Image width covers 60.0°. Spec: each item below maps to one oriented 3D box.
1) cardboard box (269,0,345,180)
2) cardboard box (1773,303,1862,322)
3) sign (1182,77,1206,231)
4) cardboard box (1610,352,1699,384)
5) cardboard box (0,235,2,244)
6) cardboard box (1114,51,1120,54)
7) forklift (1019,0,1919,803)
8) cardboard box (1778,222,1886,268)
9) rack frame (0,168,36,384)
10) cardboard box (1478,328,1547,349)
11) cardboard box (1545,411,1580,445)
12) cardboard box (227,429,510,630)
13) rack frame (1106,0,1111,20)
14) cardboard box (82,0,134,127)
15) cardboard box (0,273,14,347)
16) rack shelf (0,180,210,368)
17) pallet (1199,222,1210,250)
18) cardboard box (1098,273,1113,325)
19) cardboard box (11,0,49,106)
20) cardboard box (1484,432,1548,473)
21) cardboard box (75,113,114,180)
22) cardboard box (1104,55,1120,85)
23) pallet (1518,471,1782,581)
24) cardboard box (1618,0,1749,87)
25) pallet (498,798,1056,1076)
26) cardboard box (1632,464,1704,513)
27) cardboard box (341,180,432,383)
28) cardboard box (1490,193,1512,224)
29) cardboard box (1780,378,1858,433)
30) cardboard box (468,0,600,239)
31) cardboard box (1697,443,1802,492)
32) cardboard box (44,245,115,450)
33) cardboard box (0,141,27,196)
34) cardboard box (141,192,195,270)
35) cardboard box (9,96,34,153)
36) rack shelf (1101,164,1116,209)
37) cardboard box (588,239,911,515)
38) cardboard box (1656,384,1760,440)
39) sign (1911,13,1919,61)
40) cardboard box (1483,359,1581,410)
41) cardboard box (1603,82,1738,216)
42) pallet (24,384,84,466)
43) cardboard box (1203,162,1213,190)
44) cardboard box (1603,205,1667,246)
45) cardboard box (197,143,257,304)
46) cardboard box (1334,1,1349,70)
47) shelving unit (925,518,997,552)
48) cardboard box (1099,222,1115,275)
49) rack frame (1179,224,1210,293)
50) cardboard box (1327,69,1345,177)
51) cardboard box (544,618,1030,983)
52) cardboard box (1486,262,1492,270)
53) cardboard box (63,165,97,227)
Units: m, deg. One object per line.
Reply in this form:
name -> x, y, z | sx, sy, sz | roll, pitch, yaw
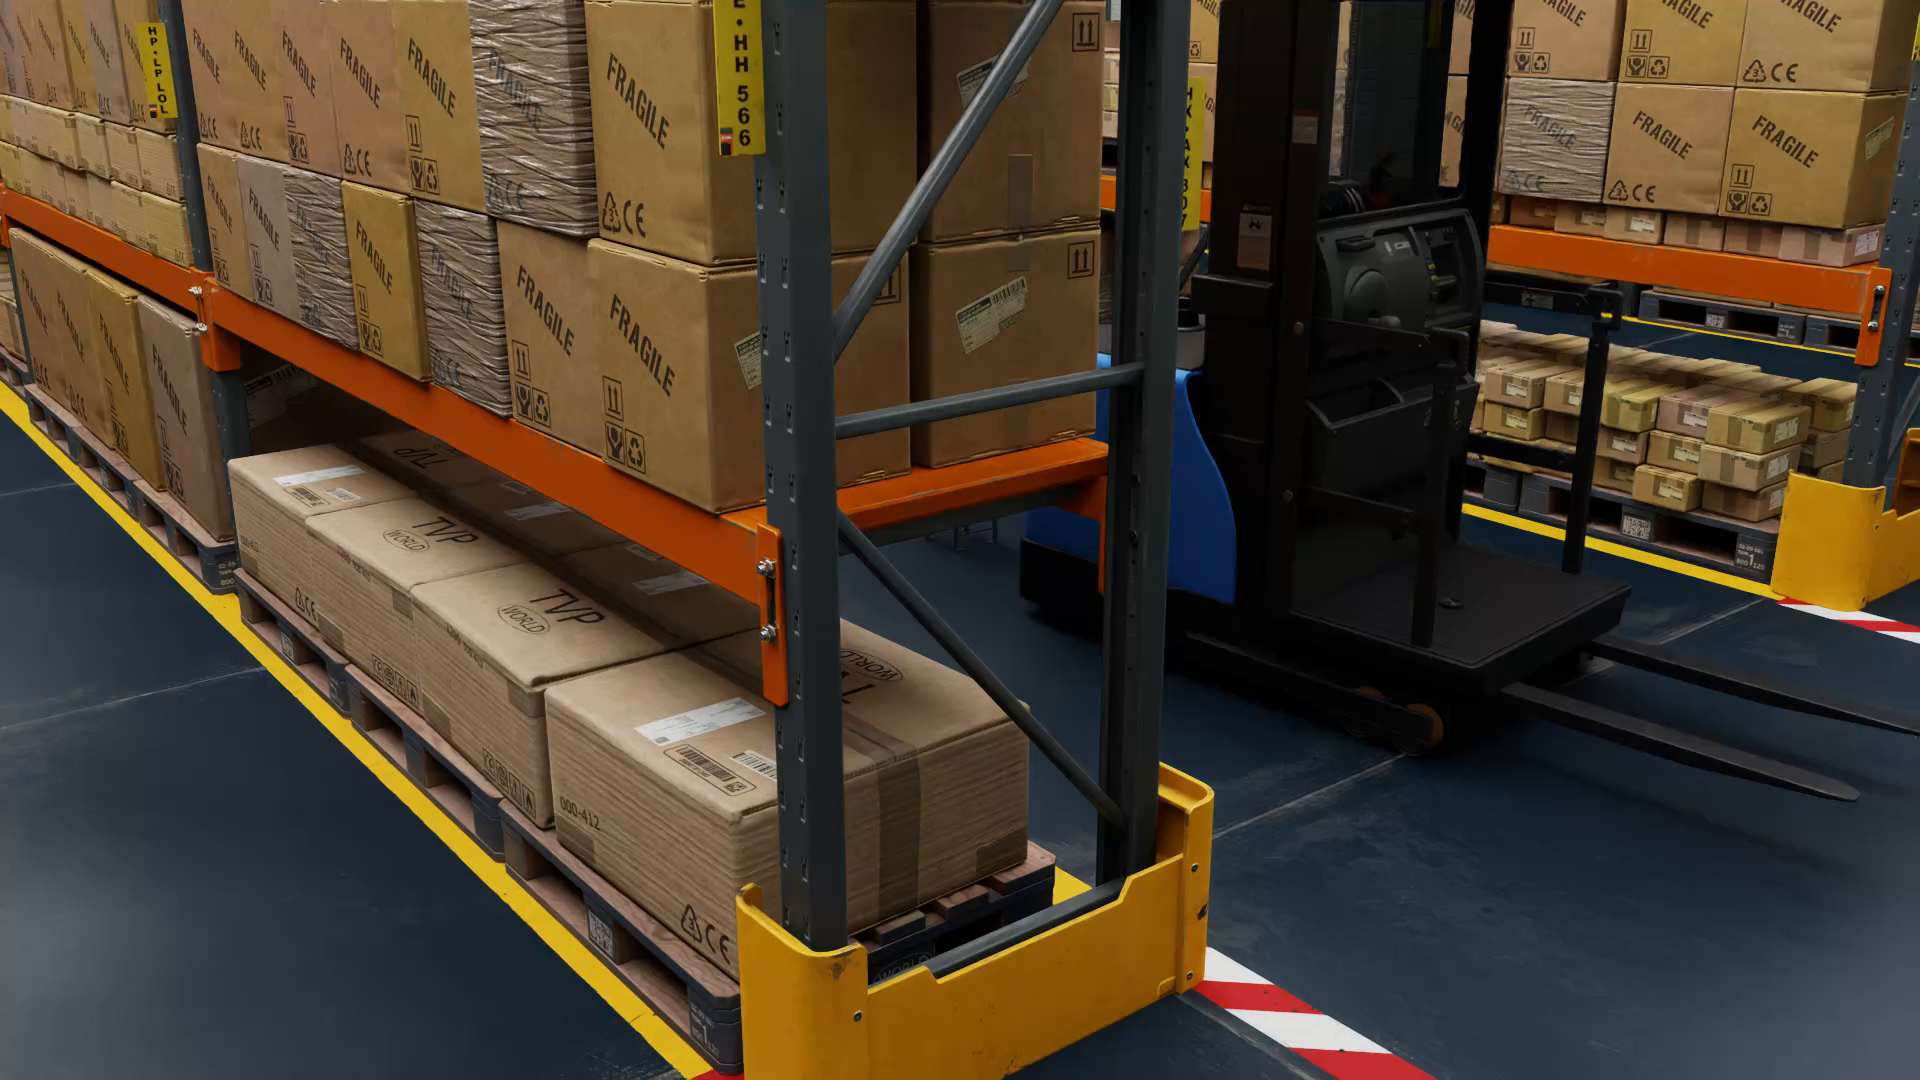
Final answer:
cardboard box -> -1.709, -1.369, 4.976 | 0.500, 0.500, 0.500 | -13, 23, -35
cardboard box -> 6.242, -1.991, 11.314 | 0.875, 0.875, 0.875 | -14, 23, -36
sign -> 0.490, -0.836, 3.611 | 0.100, 0.325, 0.005 | -14, 23, -36
cardboard box -> 3.269, -0.771, 7.841 | 0.380, 0.149, 0.250 | -15, 24, -39
cardboard box -> -7.072, -2.060, 12.325 | 0.950, 0.372, 0.625 | -14, 23, -35
cardboard box -> 1.166, -2.937, 10.247 | 0.380, 0.149, 0.250 | -14, 23, -36
forklift -> 1.616, -0.886, 5.376 | 1.130, 2.935, 3.031 | -17, 25, -41
cardboard box -> 3.445, -1.177, 6.545 | 0.380, 0.149, 0.250 | -14, 23, -36
rack frame -> -4.916, -2.251, 9.390 | 1.000, 3.000, 0.127 | -14, 23, -36
cardboard box -> 2.746, -0.959, 8.407 | 0.380, 0.149, 0.250 | -14, 23, -36
cardboard box -> 2.907, -0.547, 7.636 | 0.380, 0.149, 0.250 | -14, 23, -37
cardboard box -> -2.127, -0.073, 6.219 | 0.875, 0.438, 0.875 | -14, 23, -37
rack frame -> 1.768, -7.124, 24.104 | 1.000, 3.000, 0.127 | -14, 23, -36
cardboard box -> -3.234, -1.975, 6.806 | 0.500, 0.500, 0.500 | -13, 23, -35
cardboard box -> -5.723, -1.525, 10.708 | 0.950, 0.372, 0.625 | -15, 23, -37
rack shelf -> -3.674, -1.417, 8.015 | 1.077, 0.370, 4.000 | -14, 23, -36
pallet -> 2.368, -3.055, 16.252 | 1.003, 0.211, 1.213 | -14, 23, -36
cardboard box -> 0.728, -1.403, 10.135 | 0.500, 0.500, 0.500 | -15, 23, -37
cardboard box -> -4.177, -2.353, 7.948 | 0.500, 0.500, 0.500 | -13, 22, -35
cardboard box -> 2.672, -0.441, 7.788 | 0.380, 0.149, 0.250 | -15, 24, -38
cardboard box -> -3.539, -1.741, 7.292 | 0.500, 0.250, 0.500 | -13, 23, -35
cardboard box -> 0.983, -2.680, 9.470 | 0.380, 0.149, 0.250 | -13, 22, -34
pallet -> 3.345, -0.173, 7.550 | 1.003, 0.211, 1.213 | -14, 23, -36
cardboard box -> 3.075, -2.124, 6.781 | 0.500, 0.500, 0.500 | -15, 23, -38
pallet -> -0.507, 0.862, 4.424 | 1.003, 0.211, 1.213 | -14, 23, -36
cardboard box -> 3.139, -0.250, 7.212 | 0.380, 0.149, 0.250 | -13, 22, -34
cardboard box -> -1.413, -0.771, 4.760 | 0.500, 0.500, 0.500 | -13, 22, -35
cardboard box -> 2.537, -1.574, 7.743 | 0.380, 0.149, 0.250 | -13, 23, -35
cardboard box -> 3.810, -0.595, 7.308 | 0.380, 0.149, 0.250 | -15, 24, -39
cardboard box -> -0.782, -0.998, 3.854 | 0.500, 0.500, 0.500 | -14, 23, -36
cardboard box -> 3.317, -0.333, 6.989 | 0.380, 0.149, 0.250 | -15, 23, -38
cardboard box -> -4.002, -1.035, 8.429 | 0.875, 0.875, 0.875 | -14, 23, -35
cardboard box -> -4.809, -2.011, 8.901 | 0.500, 0.250, 0.500 | -14, 23, -37
cardboard box -> -2.908, -1.256, 6.622 | 0.500, 0.250, 0.500 | -15, 23, -37
cardboard box -> -4.475, -2.117, 8.427 | 0.500, 0.250, 0.500 | -13, 23, -35
rack shelf -> 0.143, -2.408, 11.007 | 1.077, 0.370, 4.000 | -14, 23, -36
cardboard box -> -0.456, -0.395, 3.624 | 0.500, 0.500, 0.500 | -14, 23, -36
cardboard box -> 3.230, -0.554, 7.183 | 0.380, 0.149, 0.250 | -13, 23, -35
sign -> 3.421, -1.867, 5.886 | 0.100, 0.325, 0.005 | -14, 23, -36
cardboard box -> 2.649, -0.724, 7.698 | 0.380, 0.149, 0.250 | -13, 22, -34
cardboard box -> 3.072, -1.648, 6.936 | 0.500, 0.500, 0.500 | -14, 23, -37
pallet -> -4.485, -0.719, 9.197 | 1.003, 0.211, 1.213 | -14, 23, -36
cardboard box -> 1.523, -1.955, 8.893 | 0.380, 0.149, 0.250 | -13, 22, -35
cardboard box -> 2.976, -1.363, 7.106 | 0.380, 0.149, 0.250 | -13, 22, -35
cardboard box -> -2.346, -1.146, 5.894 | 0.500, 0.500, 0.500 | -13, 22, -34
cardboard box -> 2.097, -2.506, 7.937 | 0.500, 0.500, 0.500 | -14, 23, -35
shelving unit -> 0.005, -0.425, 7.215 | 0.258, 0.900, 0.210 | -14, 23, -36
cardboard box -> 0.725, -1.760, 10.020 | 0.500, 0.250, 0.500 | -15, 23, -38
rack frame -> 1.385, -2.257, 9.406 | 1.000, 3.000, 0.127 | -14, 23, -36
cardboard box -> 2.093, -2.023, 8.066 | 0.500, 0.500, 0.500 | -15, 23, -37
cardboard box -> -0.437, 0.594, 4.206 | 0.875, 0.438, 0.875 | -15, 23, -38
cardboard box -> 4.368, -2.764, 13.651 | 1.225, 0.875, 0.875 | -15, 23, -38
cardboard box -> -3.846, -1.636, 7.770 | 0.500, 0.250, 0.500 | -14, 23, -36
